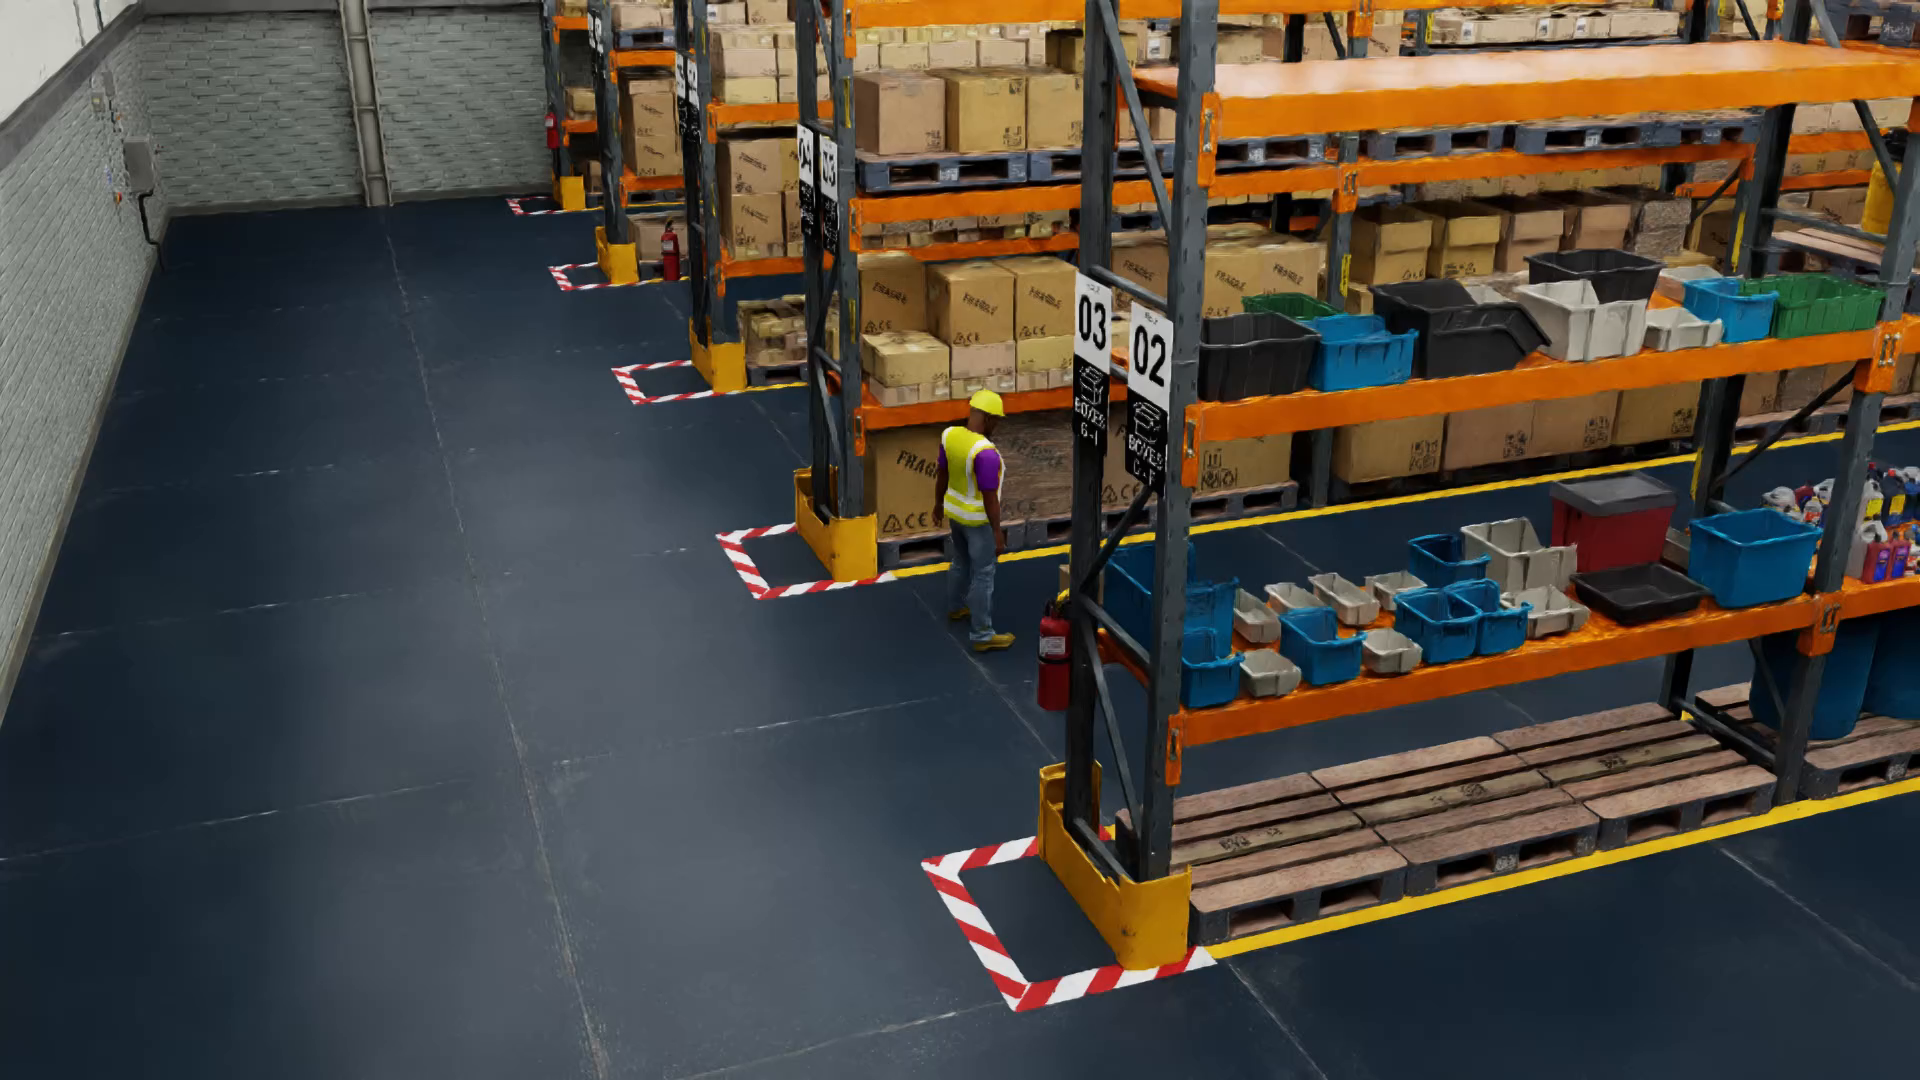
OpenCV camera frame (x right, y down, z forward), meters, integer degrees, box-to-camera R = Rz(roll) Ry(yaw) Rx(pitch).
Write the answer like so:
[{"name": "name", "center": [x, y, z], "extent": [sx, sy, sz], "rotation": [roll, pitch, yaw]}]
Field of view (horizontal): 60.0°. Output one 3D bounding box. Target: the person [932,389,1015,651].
[{"name": "person", "center": [0.127, -0.180, 11.193], "extent": [0.465, 1.759, 0.719], "rotation": [-15, 27, -32]}]
